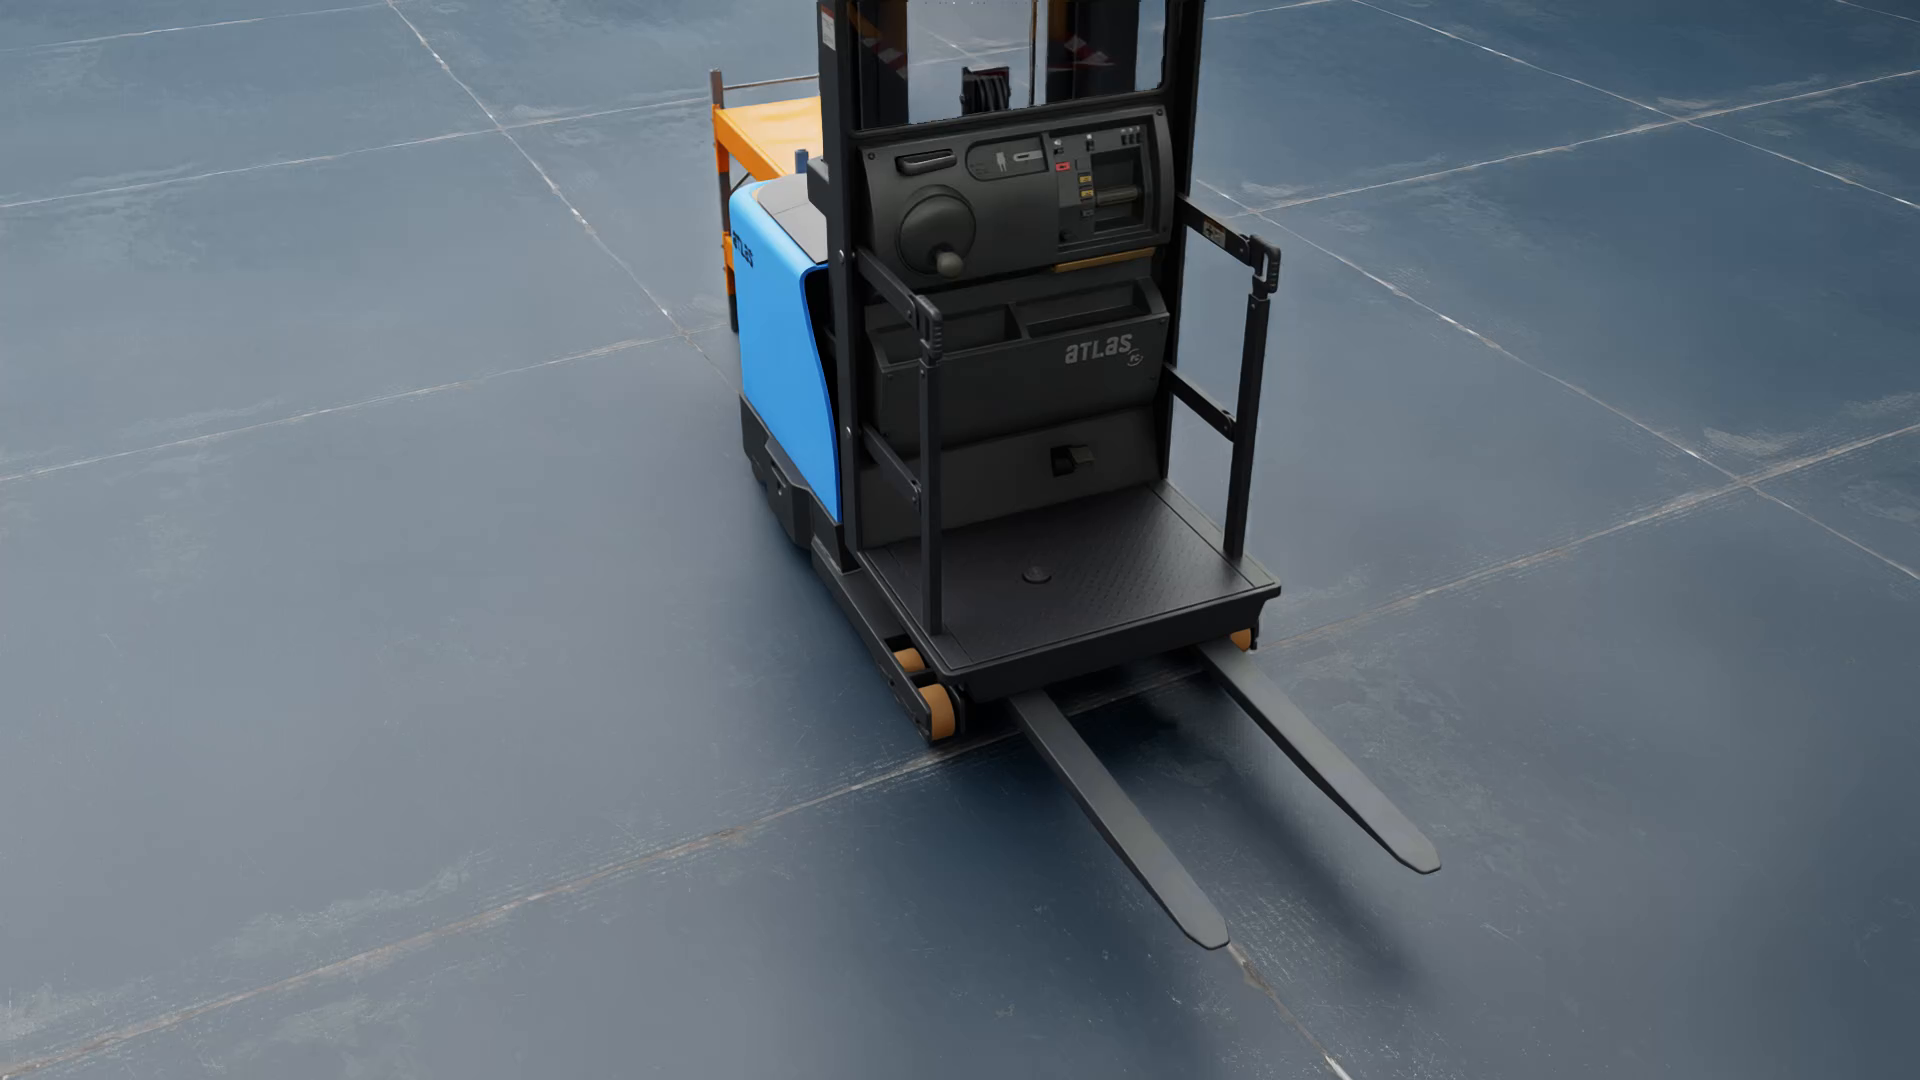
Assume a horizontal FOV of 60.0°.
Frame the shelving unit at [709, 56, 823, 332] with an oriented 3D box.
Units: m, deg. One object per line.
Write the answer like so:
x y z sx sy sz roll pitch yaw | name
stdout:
-0.549 -1.180 6.549 0.538 1.125 1.048 -14 35 -20 | shelving unit

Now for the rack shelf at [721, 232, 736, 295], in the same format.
-0.549 -0.974 6.681 0.538 0.278 1.000 -14 35 -20 | rack shelf

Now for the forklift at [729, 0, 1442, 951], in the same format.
0.264 -0.915 4.462 1.130 2.935 3.031 -14 35 -20 | forklift

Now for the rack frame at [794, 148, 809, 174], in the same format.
-0.342 -0.929 6.158 0.500 1.125 0.032 -14 35 -20 | rack frame

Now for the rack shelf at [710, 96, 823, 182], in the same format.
-0.549 -1.426 6.391 0.538 0.278 1.000 -14 35 -20 | rack shelf

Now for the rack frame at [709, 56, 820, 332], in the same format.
-0.757 -1.430 6.939 0.500 1.125 0.032 -14 35 -20 | rack frame
